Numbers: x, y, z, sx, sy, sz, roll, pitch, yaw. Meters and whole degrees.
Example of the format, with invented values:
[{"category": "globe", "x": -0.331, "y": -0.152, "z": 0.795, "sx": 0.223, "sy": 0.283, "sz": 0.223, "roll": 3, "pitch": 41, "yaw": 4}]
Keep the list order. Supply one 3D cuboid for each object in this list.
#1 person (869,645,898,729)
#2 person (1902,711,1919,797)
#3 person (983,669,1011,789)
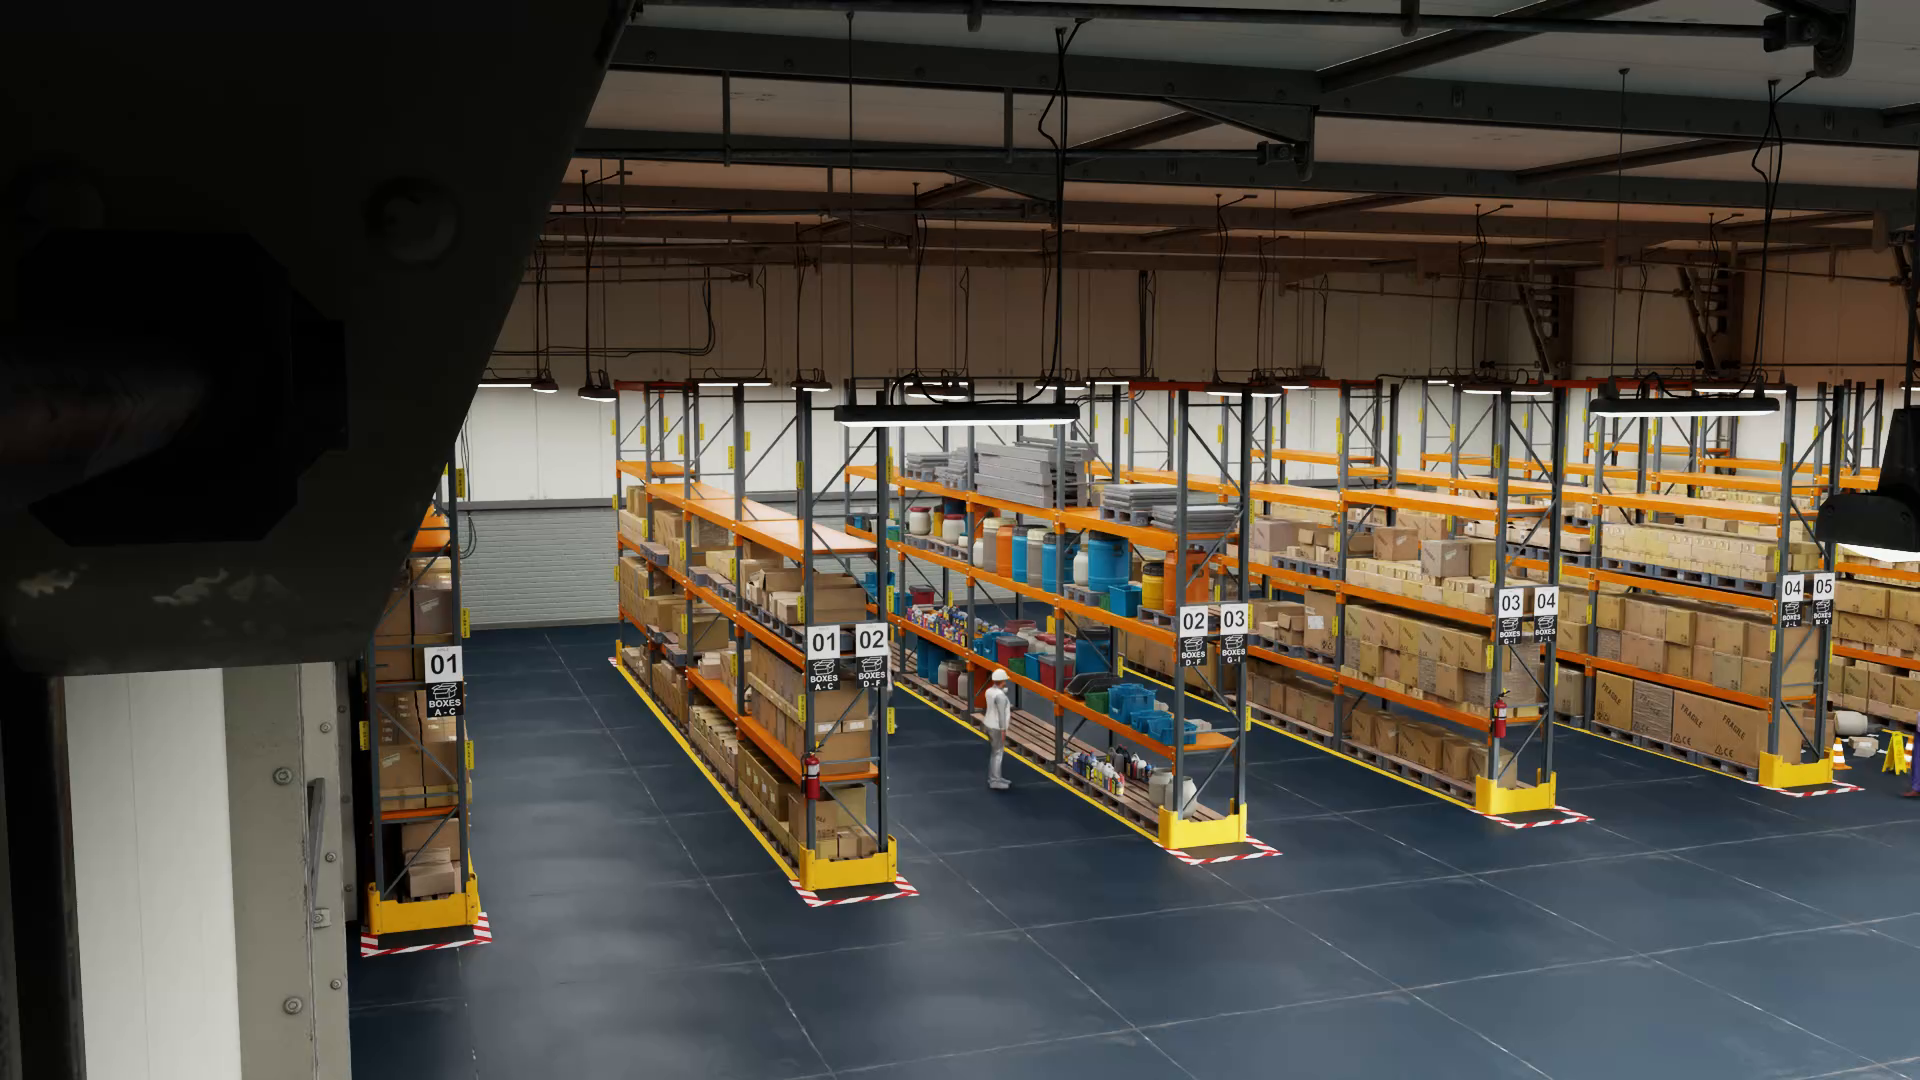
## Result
[{"category": "person", "x": -1.334, "y": 2.398, "z": 28.919, "sx": 0.468, "sy": 1.810, "sz": 0.649, "roll": -1, "pitch": 6, "yaw": -7}, {"category": "person", "x": 14.258, "y": 2.956, "z": 24.402, "sx": 0.927, "sy": 1.601, "sz": 0.464, "roll": -5, "pitch": 8, "yaw": -42}, {"category": "person", "x": 0.578, "y": 2.814, "z": 24.884, "sx": 0.410, "sy": 1.790, "sz": 0.557, "roll": -2, "pitch": 6, "yaw": -17}]
